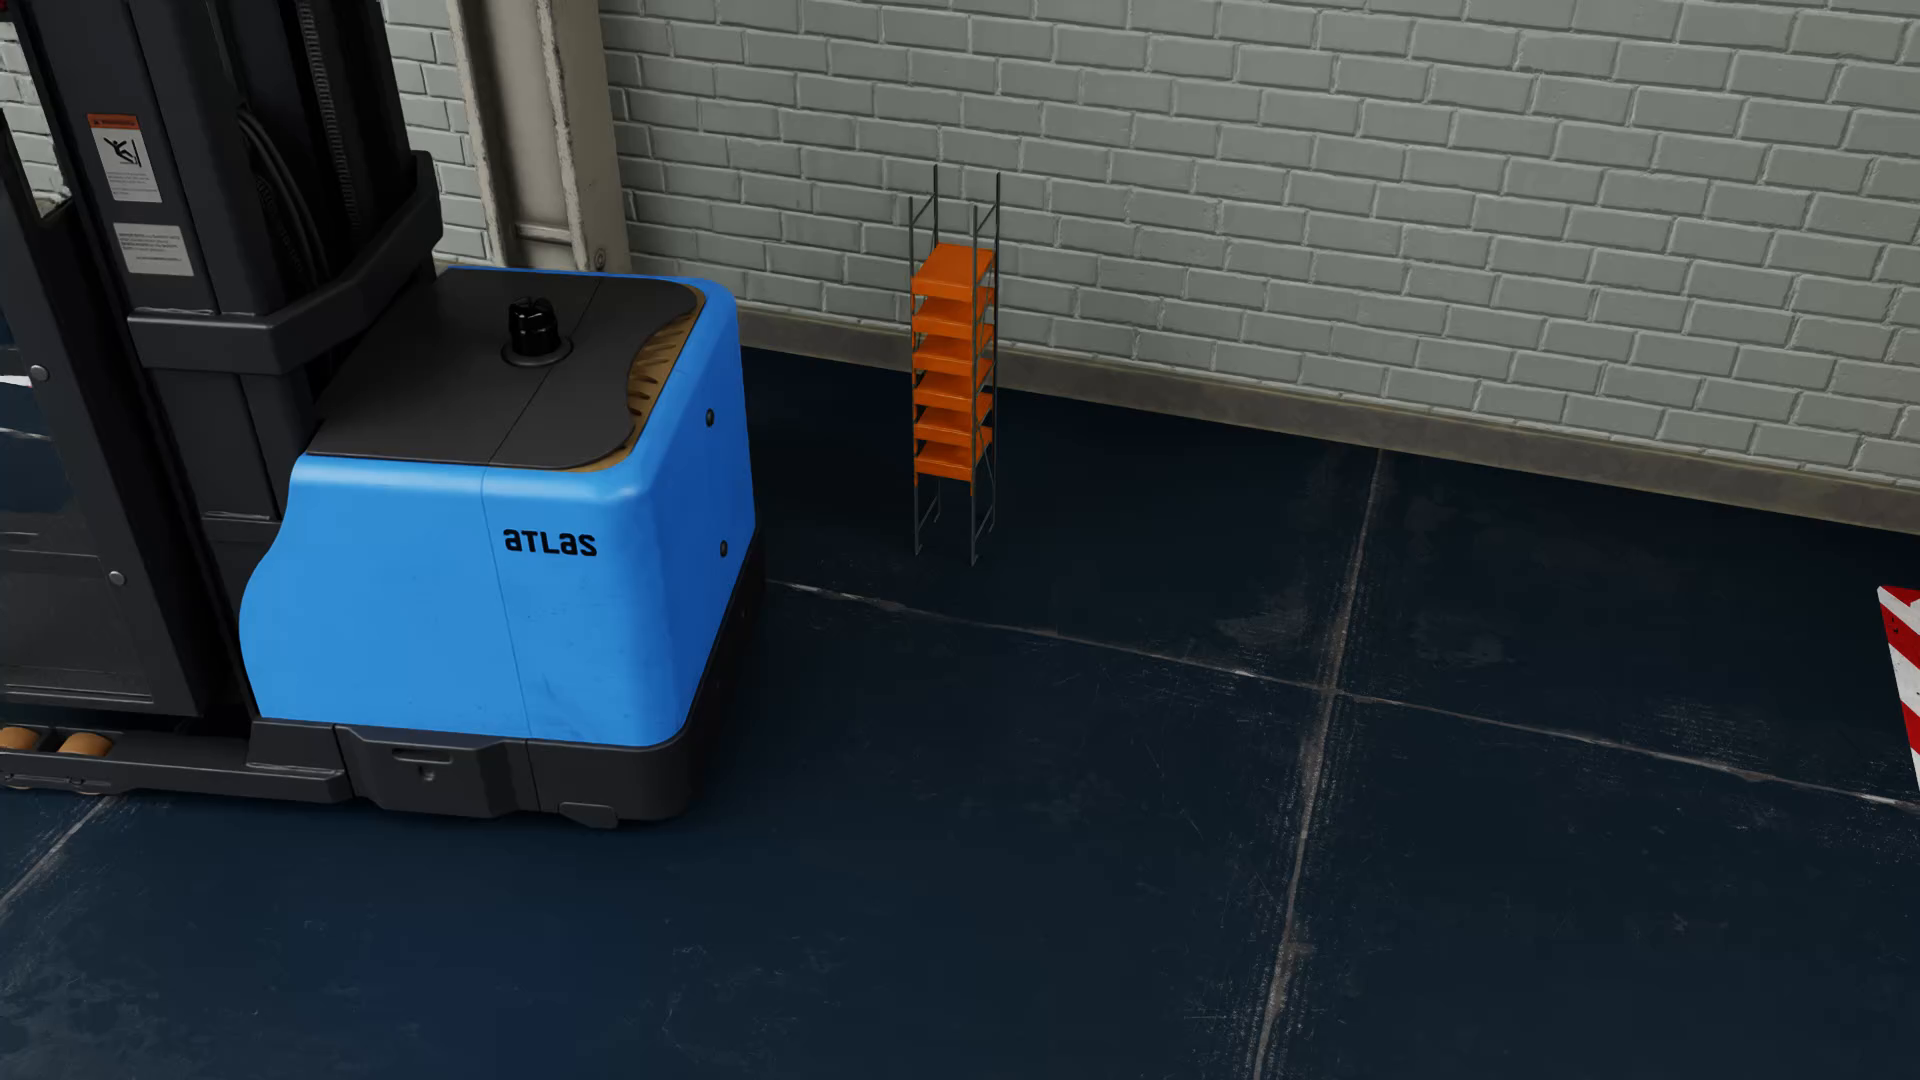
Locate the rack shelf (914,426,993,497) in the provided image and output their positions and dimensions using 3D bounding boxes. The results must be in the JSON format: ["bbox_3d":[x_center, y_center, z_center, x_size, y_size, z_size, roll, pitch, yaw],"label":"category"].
[{"bbox_3d":[-0.014,-0.257,5.066,0.180,0.103,0.258,10,38,14],"label":"rack shelf"}]

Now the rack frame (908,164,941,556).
[{"bbox_3d":[-0.101,-0.502,4.920,0.006,1.200,0.240,10,38,14],"label":"rack frame"}]

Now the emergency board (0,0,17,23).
[{"bbox_3d":[-3.810,-2.443,6.038,0.643,1.169,0.194,10,38,14],"label":"emergency board"}]

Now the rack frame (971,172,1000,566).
[{"bbox_3d":[0.074,-0.470,4.876,0.006,1.200,0.240,10,38,14],"label":"rack frame"}]

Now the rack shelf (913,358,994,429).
[{"bbox_3d":[-0.014,-0.450,4.924,0.180,0.103,0.258,10,38,14],"label":"rack shelf"}]

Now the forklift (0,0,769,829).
[{"bbox_3d":[-2.118,-0.820,3.892,3.031,2.935,1.130,4,37,5],"label":"forklift"}]

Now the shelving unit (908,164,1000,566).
[{"bbox_3d":[-0.014,-0.486,4.898,0.189,1.200,0.258,10,38,14],"label":"shelving unit"}]

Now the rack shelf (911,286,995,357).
[{"bbox_3d":[-0.014,-0.643,4.782,0.180,0.103,0.258,10,38,14],"label":"rack shelf"}]

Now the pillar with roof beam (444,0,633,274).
[{"bbox_3d":[-2.746,-1.965,0.328,0.400,9.000,9.100,10,38,14],"label":"pillar with roof beam"}]

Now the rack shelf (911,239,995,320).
[{"bbox_3d":[-0.014,-0.740,4.711,0.180,0.103,0.258,10,38,14],"label":"rack shelf"}]

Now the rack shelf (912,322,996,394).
[{"bbox_3d":[-0.014,-0.547,4.853,0.180,0.103,0.258,10,38,14],"label":"rack shelf"}]

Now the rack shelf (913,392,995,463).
[{"bbox_3d":[-0.014,-0.353,4.995,0.180,0.103,0.258,10,38,14],"label":"rack shelf"}]
